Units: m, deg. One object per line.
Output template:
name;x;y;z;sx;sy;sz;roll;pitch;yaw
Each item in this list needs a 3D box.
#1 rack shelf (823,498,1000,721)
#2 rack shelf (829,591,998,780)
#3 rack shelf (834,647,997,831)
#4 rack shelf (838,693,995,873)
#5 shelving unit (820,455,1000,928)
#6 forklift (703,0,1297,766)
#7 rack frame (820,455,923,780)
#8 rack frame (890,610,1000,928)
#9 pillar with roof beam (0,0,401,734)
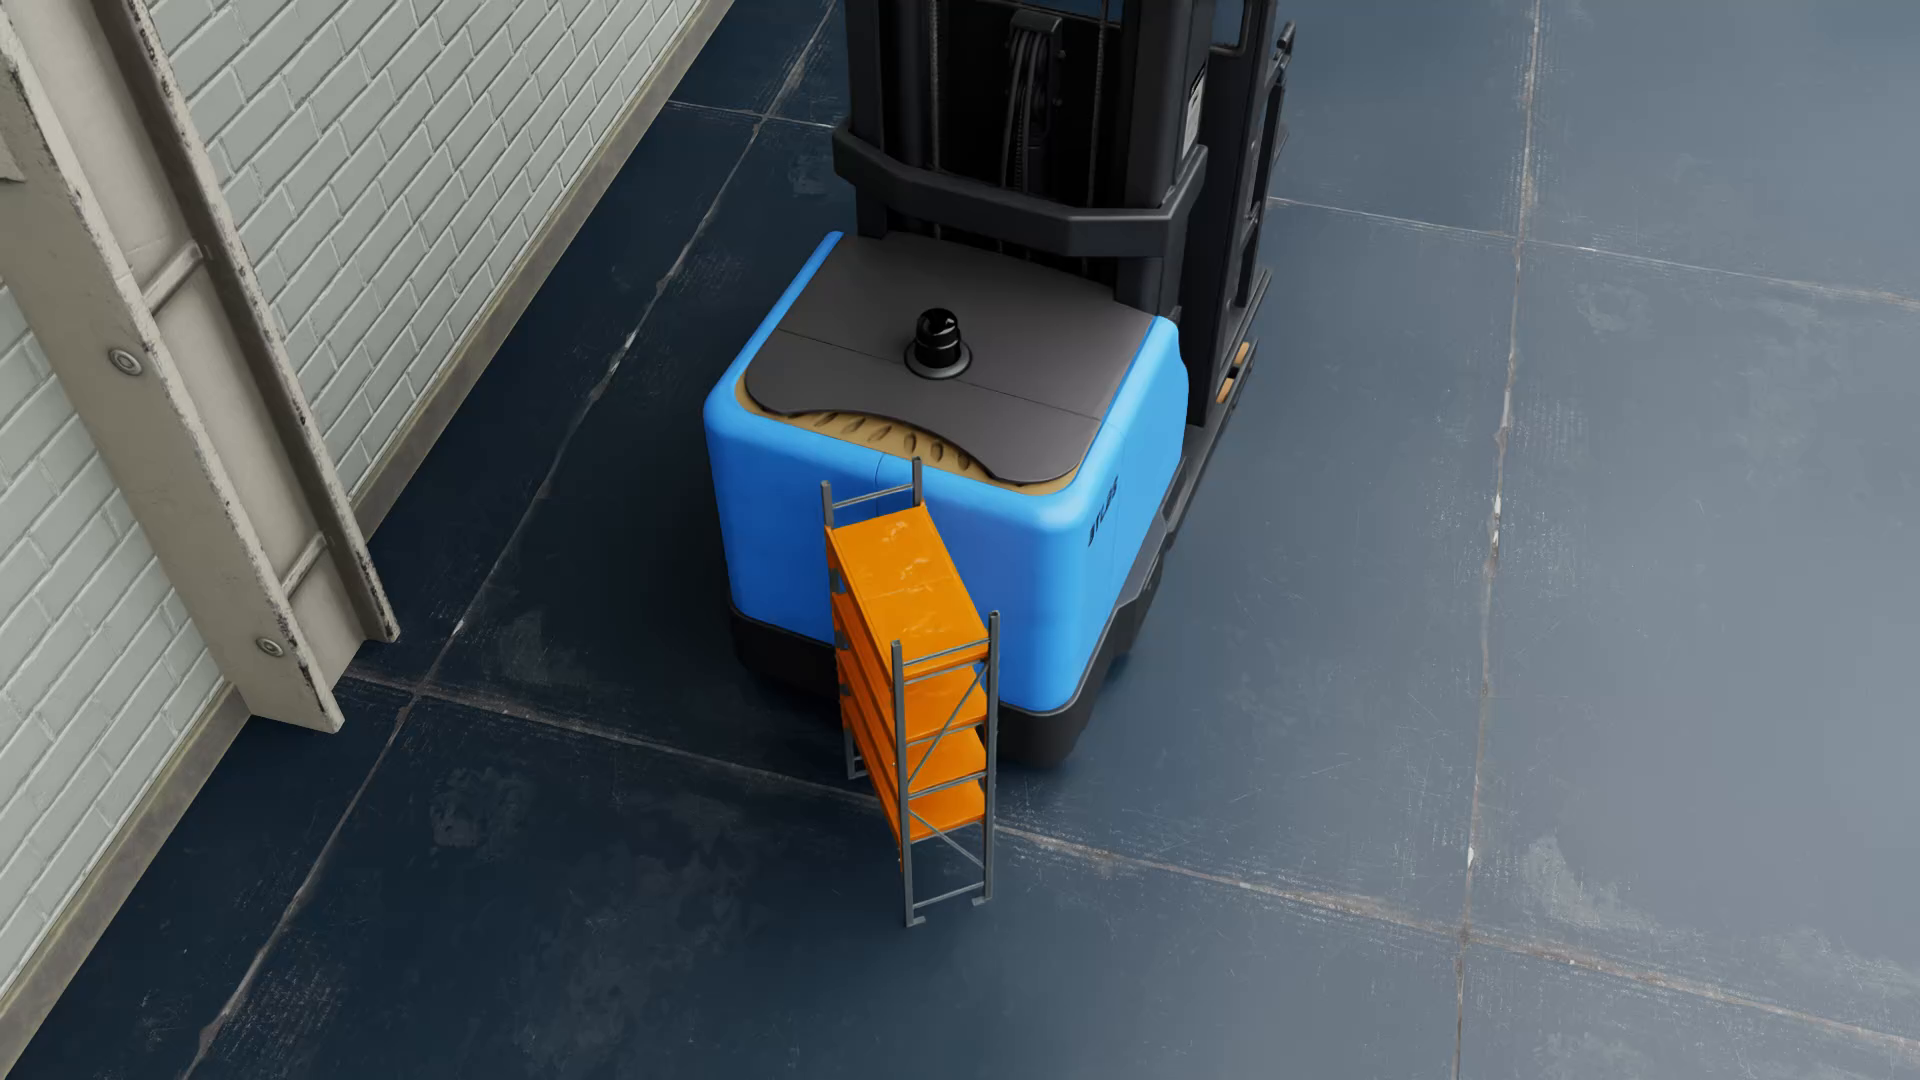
rack shelf;-0.116;0.150;3.793;0.258;0.148;0.480;-16;50;-13
rack shelf;-0.116;0.307;3.970;0.258;0.148;0.480;-16;50;-13
rack shelf;-0.116;0.455;4.138;0.258;0.148;0.480;-16;50;-13
rack shelf;-0.116;0.586;4.287;0.258;0.148;0.480;-16;50;-13
shelving unit;-0.116;0.410;4.088;0.258;1.200;0.503;-16;50;-13
forklift;0.370;-1.471;4.593;1.130;2.935;3.031;17;51;15
rack frame;-0.202;0.239;4.239;0.240;1.200;0.015;-16;50;-13
rack frame;-0.030;0.582;3.936;0.240;1.200;0.015;-16;50;-13
pillar with roof beam;2.270;-1.747;0.790;9.100;9.000;0.400;12;50;10
